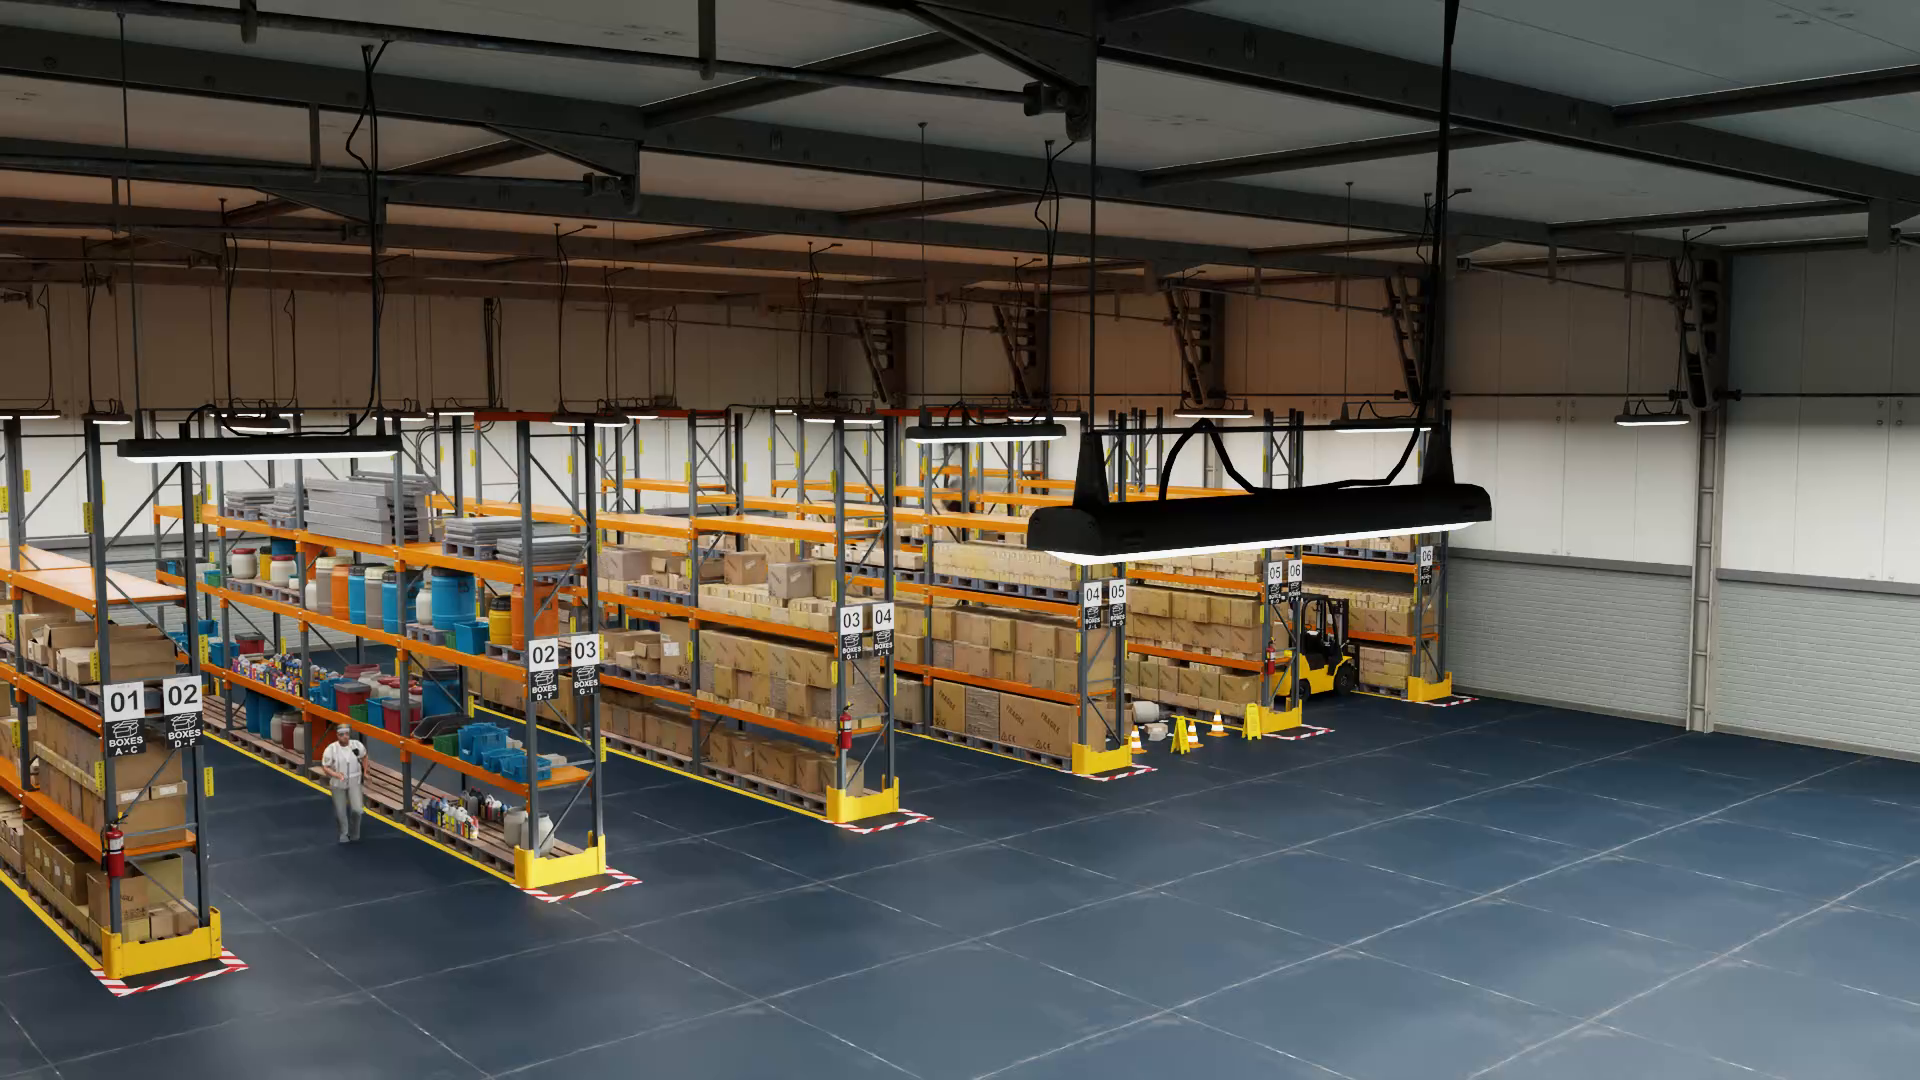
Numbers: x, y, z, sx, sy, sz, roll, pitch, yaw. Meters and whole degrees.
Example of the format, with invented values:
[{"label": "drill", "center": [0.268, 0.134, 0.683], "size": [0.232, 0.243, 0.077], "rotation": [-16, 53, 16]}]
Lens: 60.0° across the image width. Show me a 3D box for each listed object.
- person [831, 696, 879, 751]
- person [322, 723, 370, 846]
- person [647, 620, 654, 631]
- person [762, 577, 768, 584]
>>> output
[{"label": "person", "center": [-1.877, 2.966, 29.204], "size": [0.890, 1.594, 0.720], "rotation": [2, 5, 20]}, {"label": "person", "center": [-8.562, 3.418, 23.237], "size": [0.635, 1.772, 0.782], "rotation": [-2, 6, -26]}, {"label": "person", "center": [-7.736, 1.764, 42.680], "size": [0.589, 1.677, 0.846], "rotation": [4, 6, 36]}, {"label": "person", "center": [-5.283, 1.607, 44.204], "size": [0.655, 1.710, 0.691], "rotation": [-2, 5, -23]}]
